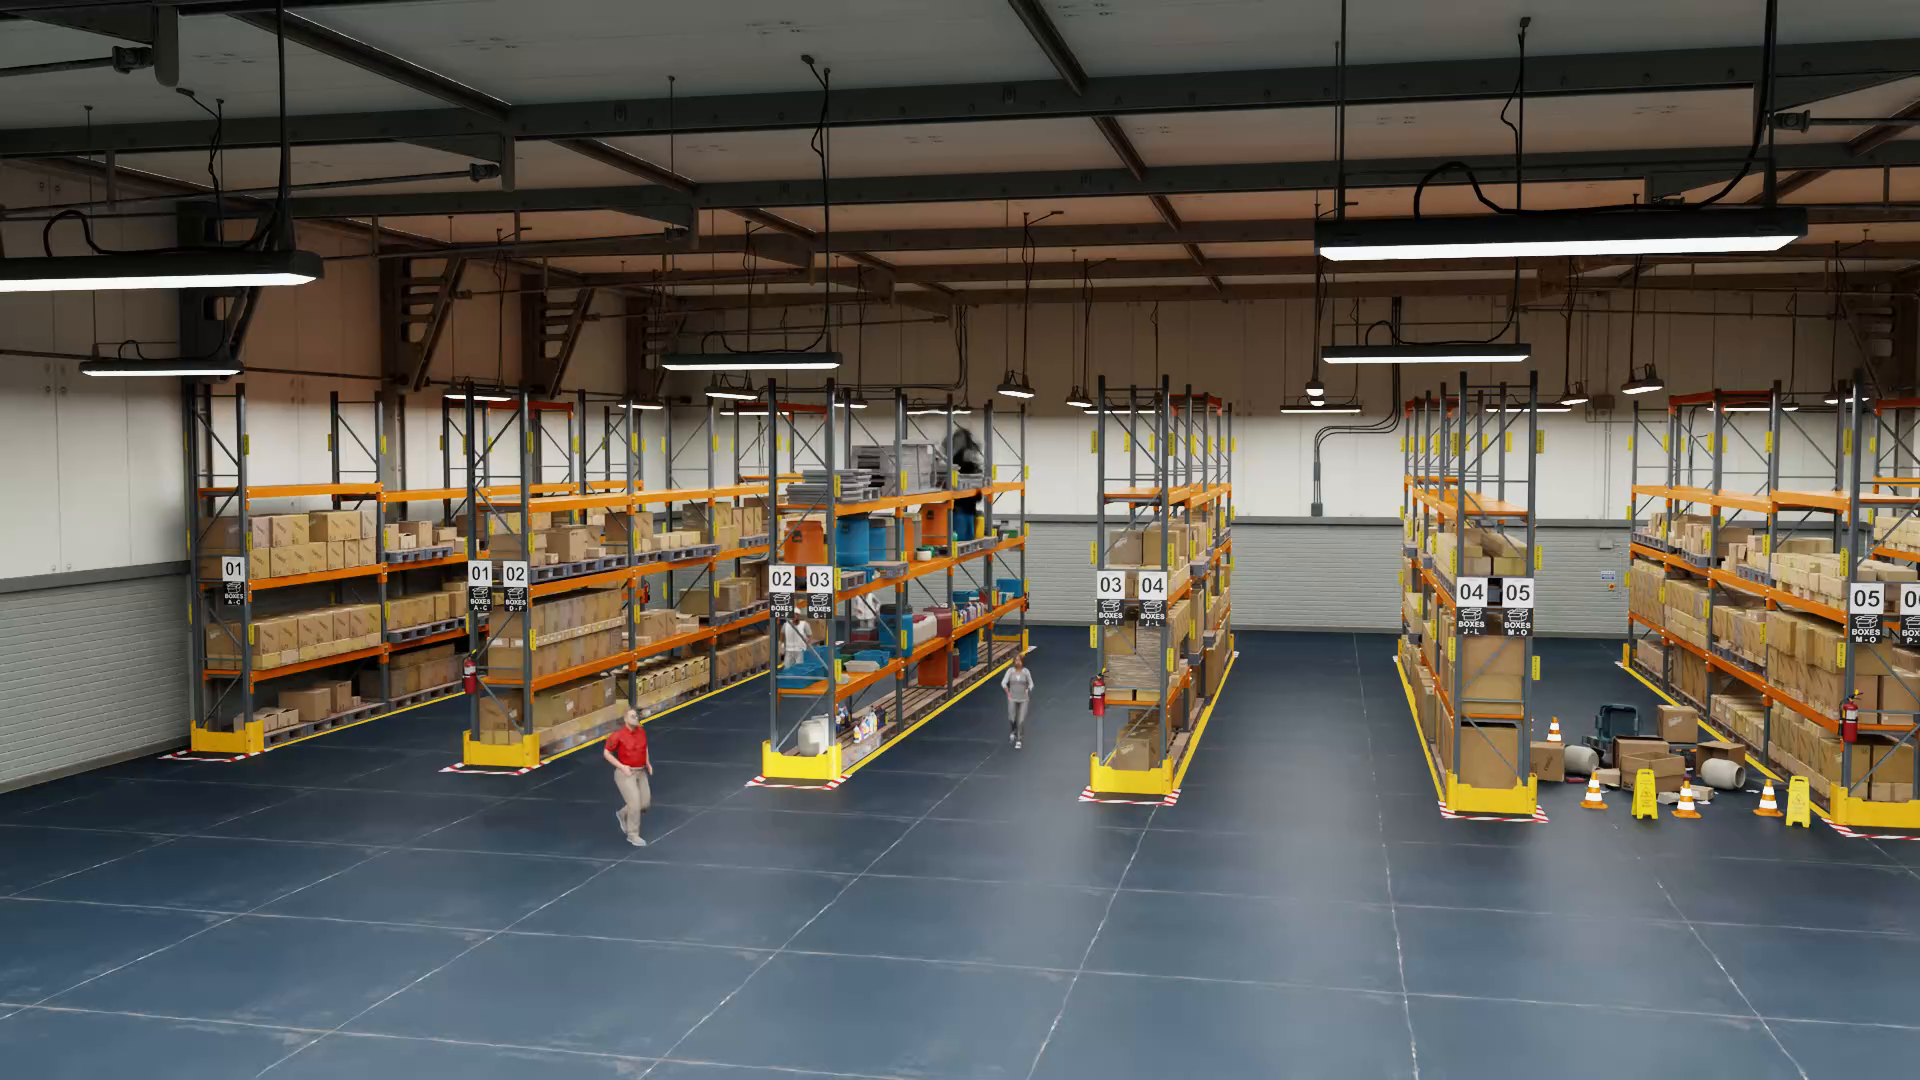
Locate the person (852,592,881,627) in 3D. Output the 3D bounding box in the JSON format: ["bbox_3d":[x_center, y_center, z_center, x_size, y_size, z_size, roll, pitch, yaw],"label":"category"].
[{"bbox_3d":[-2.240,1.865,39.607,0.658,1.746,0.594,0,3,7],"label":"person"}]

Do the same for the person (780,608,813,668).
[{"bbox_3d":[-3.287,2.221,33.180,0.685,1.744,0.604,0,3,4],"label":"person"}]

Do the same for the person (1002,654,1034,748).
[{"bbox_3d":[0.951,2.657,27.344,0.532,1.554,0.509,0,3,1],"label":"person"}]

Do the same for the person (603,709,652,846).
[{"bbox_3d":[-4.157,2.965,20.894,0.579,1.704,0.672,2,4,37],"label":"person"}]
